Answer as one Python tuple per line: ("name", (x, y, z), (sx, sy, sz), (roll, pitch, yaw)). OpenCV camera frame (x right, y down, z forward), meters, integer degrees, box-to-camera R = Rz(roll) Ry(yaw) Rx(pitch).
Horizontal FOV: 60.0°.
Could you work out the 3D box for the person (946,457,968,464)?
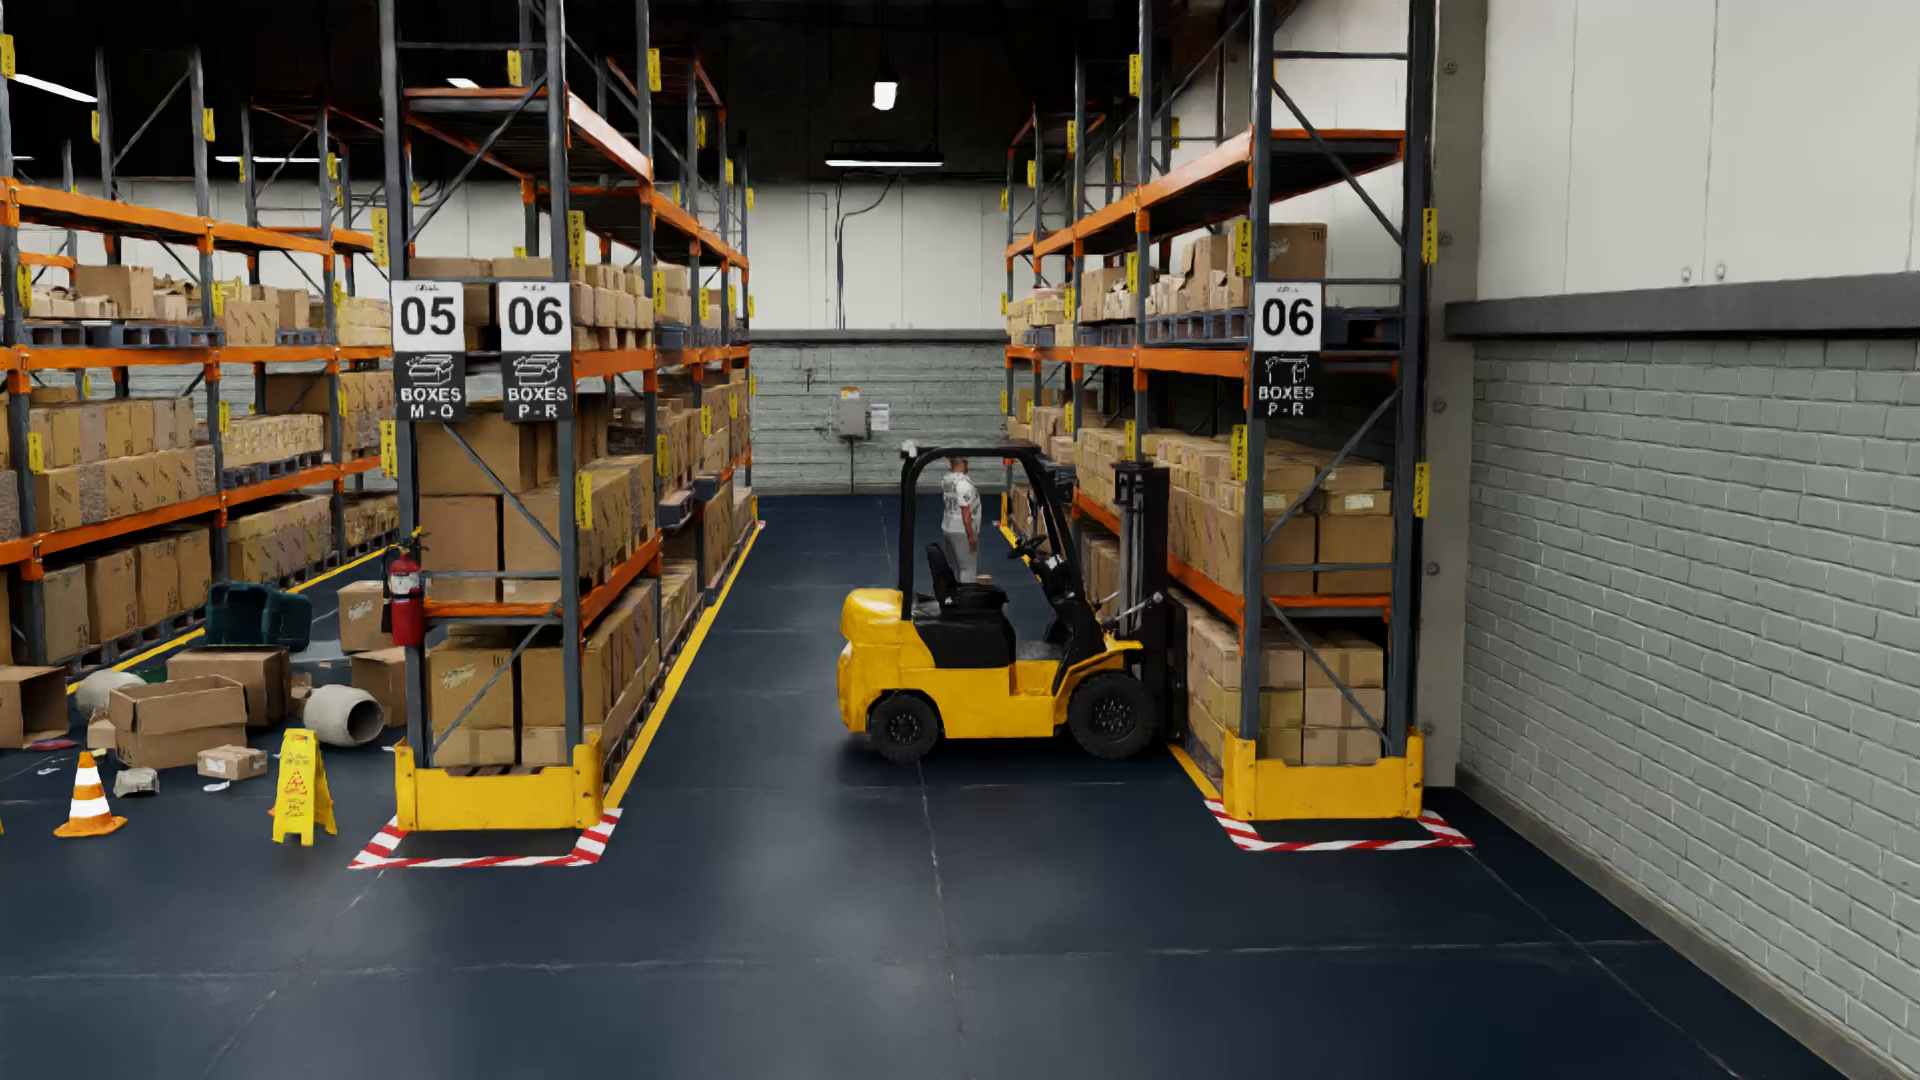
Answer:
("person", (0.048, -0.071, 17.277), (0.421, 1.771, 0.563), (-3, 7, -20))
